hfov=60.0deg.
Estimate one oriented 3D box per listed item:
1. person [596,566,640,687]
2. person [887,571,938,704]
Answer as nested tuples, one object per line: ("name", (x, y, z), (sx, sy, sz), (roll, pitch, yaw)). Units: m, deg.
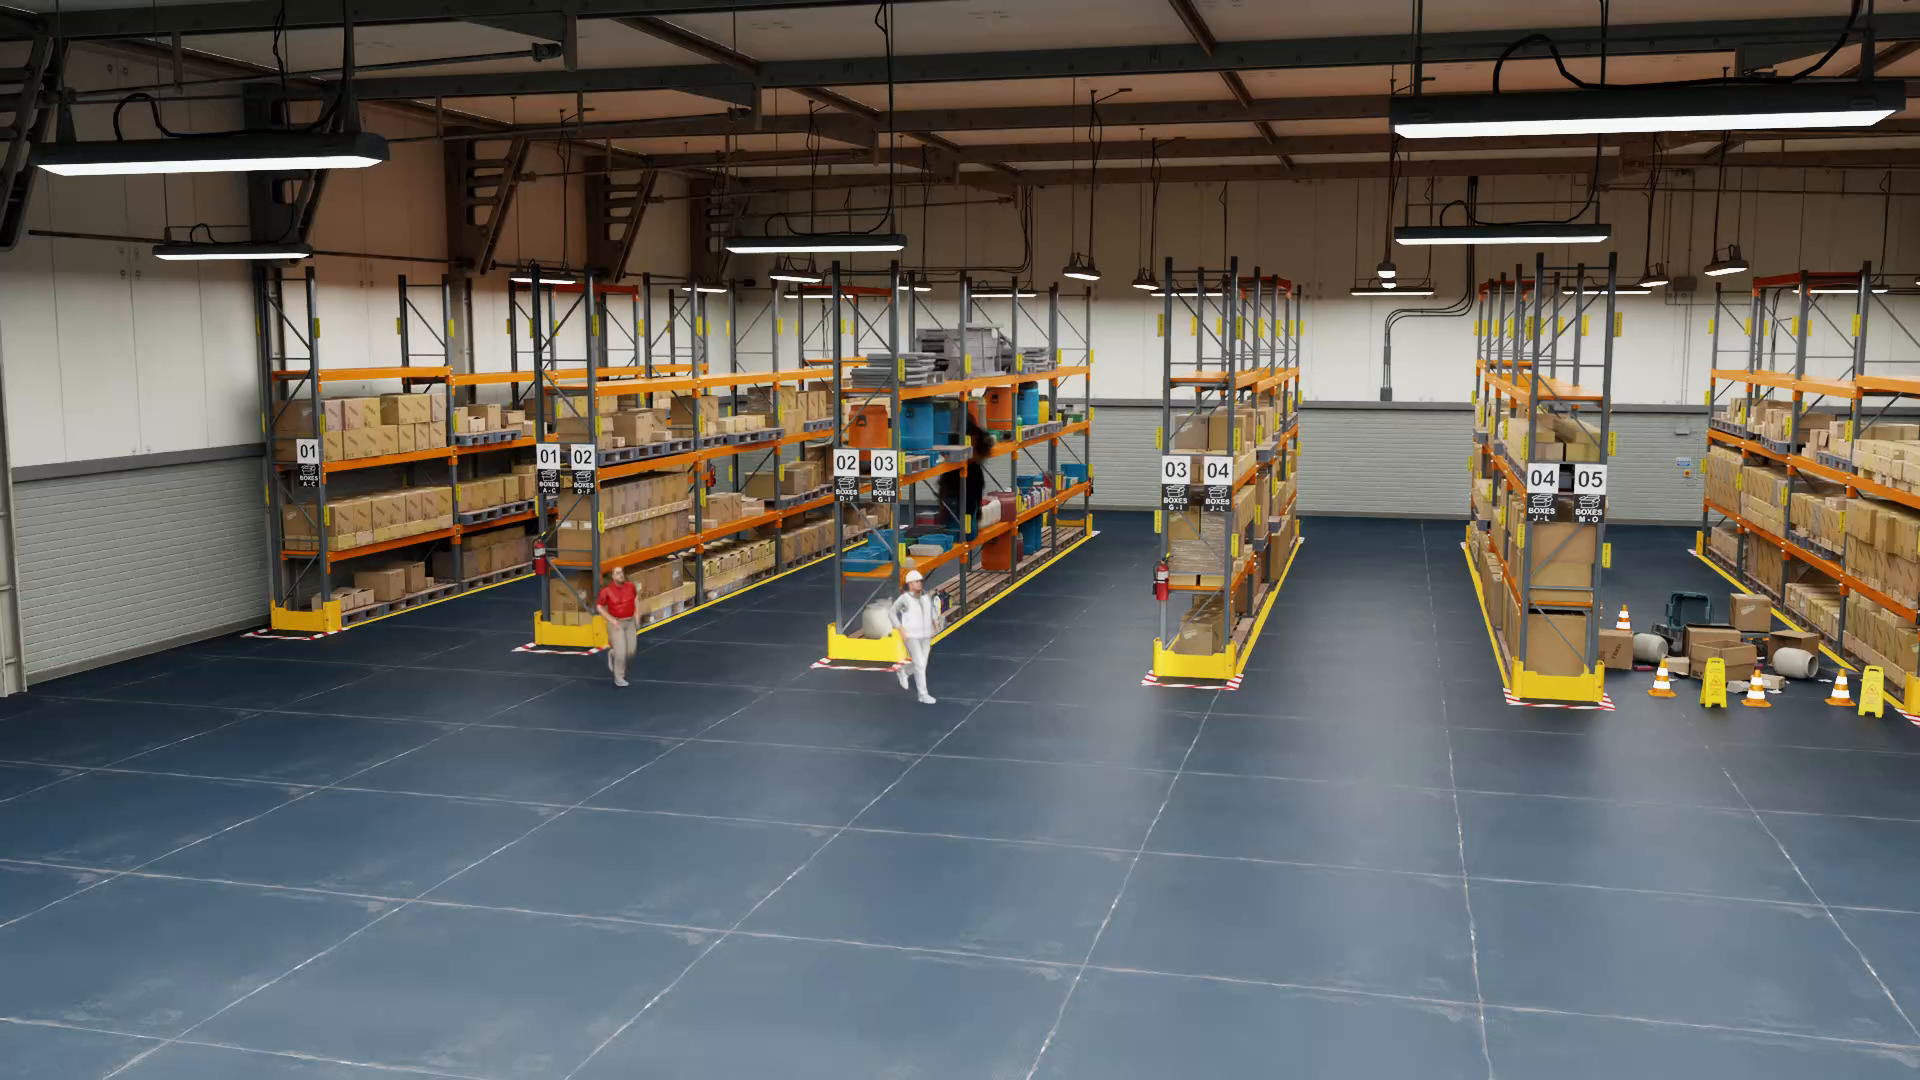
("person", (-4.827, 1.160, 23.490), (0.675, 1.624, 0.665), (-6, 10, -41))
("person", (-0.618, 1.284, 22.437), (0.684, 1.749, 0.909), (-6, 10, -40))
